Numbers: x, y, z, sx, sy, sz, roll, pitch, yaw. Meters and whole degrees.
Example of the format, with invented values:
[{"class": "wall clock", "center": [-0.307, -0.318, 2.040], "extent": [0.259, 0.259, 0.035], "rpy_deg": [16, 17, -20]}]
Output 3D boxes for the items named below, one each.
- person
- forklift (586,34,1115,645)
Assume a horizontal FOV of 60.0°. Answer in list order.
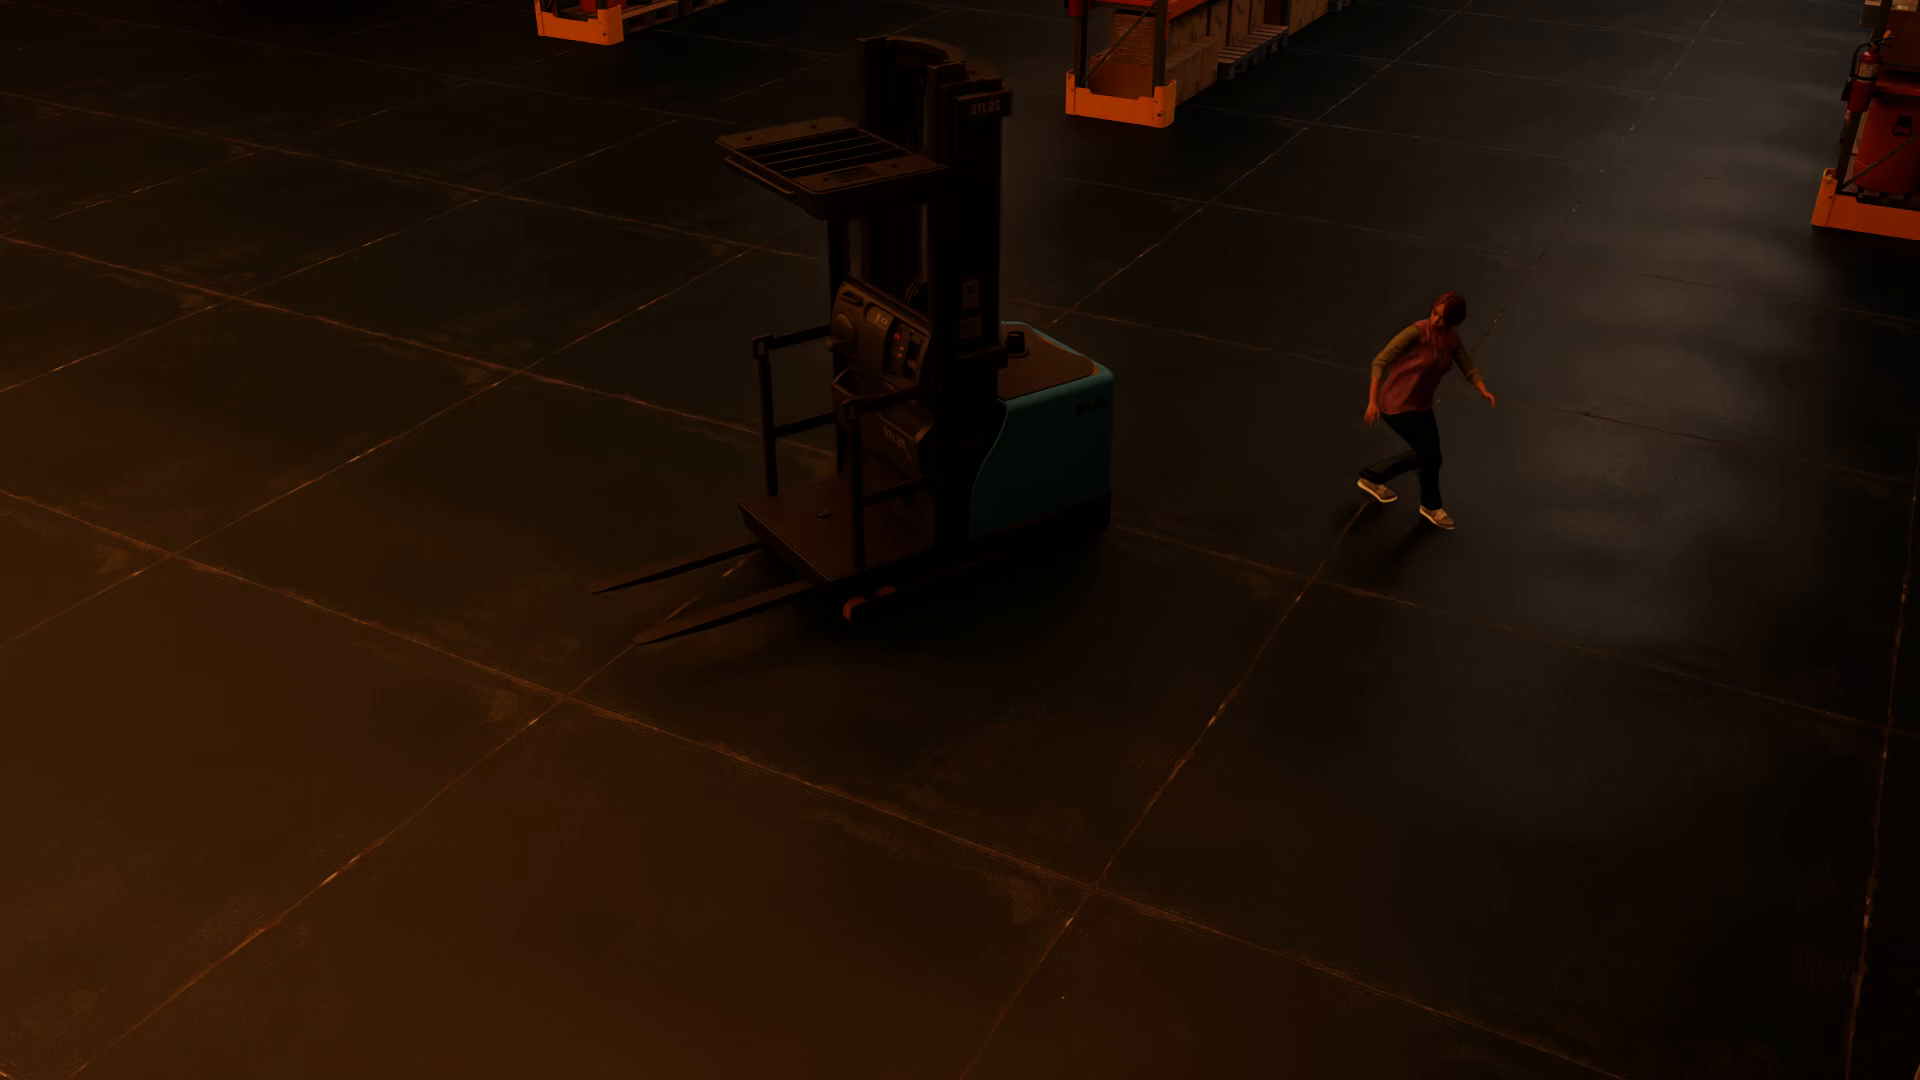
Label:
[{"class": "person", "center": [2.732, -0.742, 9.842], "extent": [0.730, 1.476, 0.773], "rpy_deg": [-24, 37, -35]}, {"class": "forklift", "center": [-0.604, -1.095, 8.967], "extent": [3.031, 2.935, 1.130], "rpy_deg": [-19, 35, -29]}]
